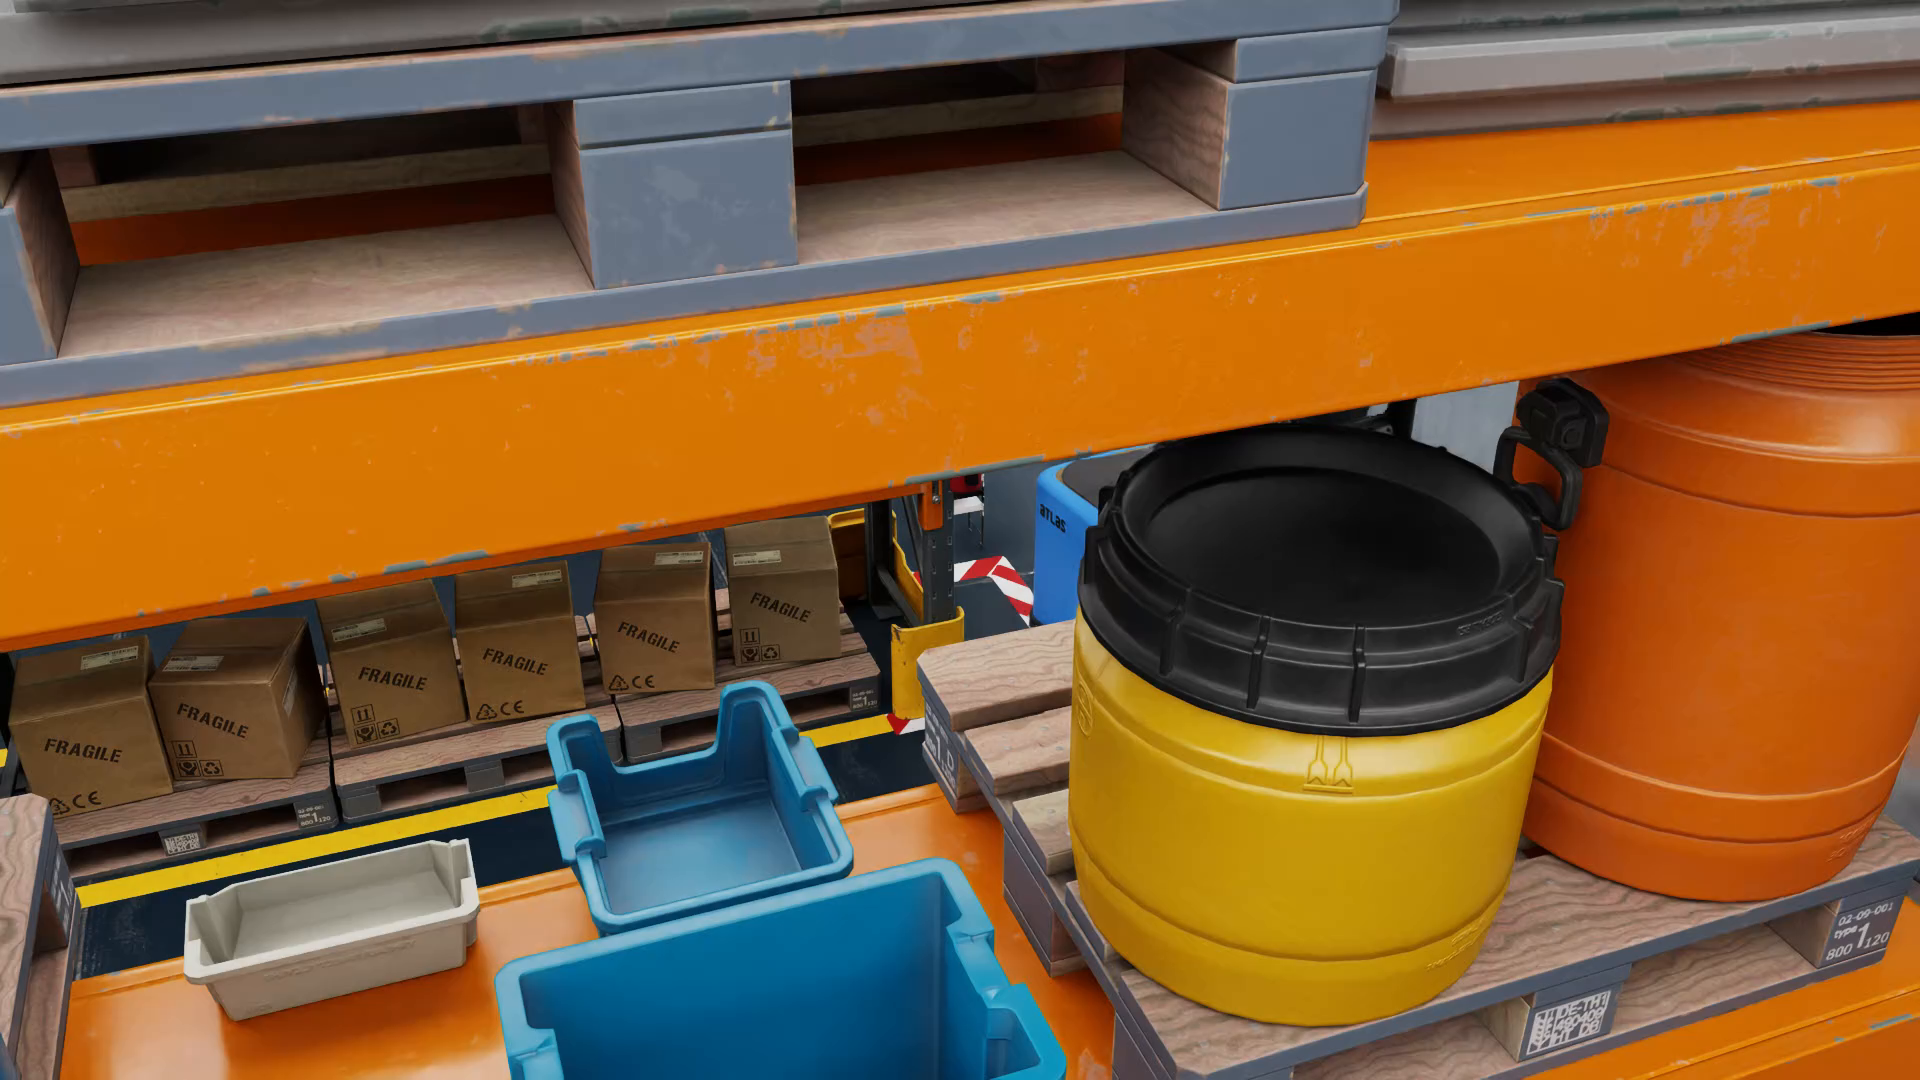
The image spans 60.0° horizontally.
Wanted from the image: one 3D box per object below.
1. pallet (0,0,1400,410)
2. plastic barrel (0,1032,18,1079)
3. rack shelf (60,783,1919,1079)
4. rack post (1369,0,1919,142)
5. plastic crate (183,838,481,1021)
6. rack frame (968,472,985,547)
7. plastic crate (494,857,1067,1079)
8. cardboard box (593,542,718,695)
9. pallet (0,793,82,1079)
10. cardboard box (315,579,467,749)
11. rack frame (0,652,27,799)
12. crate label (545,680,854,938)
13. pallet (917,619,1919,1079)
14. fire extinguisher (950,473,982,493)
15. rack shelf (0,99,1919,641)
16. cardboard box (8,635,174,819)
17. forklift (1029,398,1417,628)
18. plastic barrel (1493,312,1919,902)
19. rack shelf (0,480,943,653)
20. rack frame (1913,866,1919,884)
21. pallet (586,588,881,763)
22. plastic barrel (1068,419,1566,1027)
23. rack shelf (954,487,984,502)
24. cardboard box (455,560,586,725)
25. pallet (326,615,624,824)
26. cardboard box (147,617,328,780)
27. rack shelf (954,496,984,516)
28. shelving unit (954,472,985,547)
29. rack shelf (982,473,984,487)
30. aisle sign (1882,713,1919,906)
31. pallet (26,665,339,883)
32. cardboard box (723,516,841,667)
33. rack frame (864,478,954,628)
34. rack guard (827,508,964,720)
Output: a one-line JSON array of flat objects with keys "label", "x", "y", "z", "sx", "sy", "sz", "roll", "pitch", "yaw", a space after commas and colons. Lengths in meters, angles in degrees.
[{"label": "pallet", "x": -0.370, "y": -0.495, "z": 1.624, "sx": 1.213, "sy": 0.211, "sz": 1.003, "roll": -10, "pitch": 31, "yaw": -18}, {"label": "plastic barrel", "x": -1.308, "y": 0.397, "z": 1.561, "sx": 0.708, "sy": 0.901, "sz": 0.600, "roll": -10, "pitch": 31, "yaw": -18}, {"label": "rack shelf", "x": -0.403, "y": 0.887, "z": 2.359, "sx": 4.000, "sy": 0.370, "sz": 1.077, "roll": -10, "pitch": 31, "yaw": -18}, {"label": "rack post", "x": 0.718, "y": -0.785, "z": 2.043, "sx": 0.954, "sy": 0.300, "sz": 0.937, "roll": -7, "pitch": 30, "yaw": -12}, {"label": "plastic crate", "x": -0.915, "y": 0.570, "z": 2.456, "sx": 0.396, "sy": 0.136, "sz": 0.243, "roll": -10, "pitch": 31, "yaw": -18}, {"label": "rack frame", "x": 0.088, "y": -0.407, "z": 9.056, "sx": 0.006, "sy": 0.900, "sz": 0.240, "roll": -10, "pitch": 31, "yaw": -18}, {"label": "plastic crate", "x": -0.211, "y": 0.705, "z": 1.968, "sx": 0.575, "sy": 0.384, "sz": 0.392, "roll": -10, "pitch": 31, "yaw": -18}, {"label": "cardboard box", "x": -1.395, "y": 0.358, "z": 7.693, "sx": 0.500, "sy": 0.500, "sz": 0.500, "roll": -3, "pitch": 30, "yaw": -5}, {"label": "pallet", "x": -1.636, "y": 0.832, "z": 1.920, "sx": 1.003, "sy": 0.211, "sz": 1.213, "roll": -10, "pitch": 31, "yaw": -18}, {"label": "cardboard box", "x": -2.528, "y": 0.532, "z": 7.386, "sx": 0.500, "sy": 0.500, "sz": 0.500, "roll": -13, "pitch": 32, "yaw": -22}, {"label": "rack frame", "x": -4.005, "y": -0.075, "z": 6.351, "sx": 0.127, "sy": 3.000, "sz": 1.000, "roll": -10, "pitch": 31, "yaw": -18}, {"label": "crate label", "x": -0.398, "y": 0.464, "z": 2.526, "sx": 0.408, "sy": 0.251, "sz": 0.502, "roll": -10, "pitch": 31, "yaw": -18}, {"label": "pallet", "x": 0.662, "y": 0.409, "z": 2.663, "sx": 1.213, "sy": 0.211, "sz": 1.003, "roll": -10, "pitch": 31, "yaw": -18}, {"label": "fire extinguisher", "x": 0.012, "y": -0.538, "z": 7.242, "sx": 0.183, "sy": 0.674, "sz": 0.296, "roll": -10, "pitch": 31, "yaw": -18}, {"label": "rack shelf", "x": -0.403, "y": -0.242, "z": 1.716, "sx": 4.000, "sy": 0.370, "sz": 1.077, "roll": -10, "pitch": 31, "yaw": -18}, {"label": "cardboard box", "x": -3.616, "y": 0.778, "z": 6.955, "sx": 0.500, "sy": 0.500, "sz": 0.500, "roll": -11, "pitch": 32, "yaw": -19}, {"label": "forklift", "x": 1.512, "y": -0.152, "z": 6.556, "sx": 1.130, "sy": 2.935, "sz": 3.031, "roll": -16, "pitch": 33, "yaw": -26}, {"label": "plastic barrel", "x": 1.060, "y": 0.003, "z": 2.326, "sx": 0.708, "sy": 0.830, "sz": 0.600, "roll": -10, "pitch": 31, "yaw": -18}, {"label": "rack shelf", "x": -2.131, "y": -0.107, "z": 7.135, "sx": 4.000, "sy": 0.370, "sz": 1.077, "roll": -10, "pitch": 31, "yaw": -18}, {"label": "rack frame", "x": 1.471, "y": 1.533, "z": 3.530, "sx": 0.127, "sy": 3.000, "sz": 1.000, "roll": -10, "pitch": 31, "yaw": -18}, {"label": "pallet", "x": -1.101, "y": 0.583, "z": 8.013, "sx": 1.213, "sy": 0.211, "sz": 1.003, "roll": -10, "pitch": 31, "yaw": -18}, {"label": "plastic barrel", "x": 0.447, "y": 0.221, "z": 2.188, "sx": 0.600, "sy": 0.588, "sz": 0.600, "roll": 0, "pitch": 30, "yaw": 0}, {"label": "rack shelf", "x": -0.008, "y": -0.282, "z": 9.086, "sx": 0.200, "sy": 0.077, "sz": 0.258, "roll": -10, "pitch": 31, "yaw": -18}, {"label": "cardboard box", "x": -1.989, "y": 0.457, "z": 7.519, "sx": 0.500, "sy": 0.500, "sz": 0.500, "roll": -8, "pitch": 31, "yaw": -13}, {"label": "pallet", "x": -2.243, "y": 0.792, "z": 7.647, "sx": 1.213, "sy": 0.211, "sz": 1.003, "roll": -10, "pitch": 31, "yaw": -18}, {"label": "cardboard box", "x": -3.082, "y": 0.676, "z": 7.134, "sx": 0.500, "sy": 0.500, "sz": 0.500, "roll": -1, "pitch": 30, "yaw": -2}, {"label": "rack shelf", "x": -0.008, "y": -0.204, "z": 9.130, "sx": 0.200, "sy": 0.077, "sz": 0.258, "roll": -10, "pitch": 31, "yaw": -18}, {"label": "shelving unit", "x": -0.008, "y": -0.390, "z": 9.025, "sx": 0.210, "sy": 0.900, "sz": 0.258, "roll": -10, "pitch": 31, "yaw": -18}, {"label": "rack shelf", "x": -0.008, "y": -0.361, "z": 9.041, "sx": 0.200, "sy": 0.077, "sz": 0.258, "roll": -10, "pitch": 31, "yaw": -18}, {"label": "aisle sign", "x": 1.642, "y": 0.529, "z": 2.666, "sx": 0.004, "sy": 0.787, "sz": 0.394, "roll": -10, "pitch": 31, "yaw": -18}, {"label": "pallet", "x": -3.388, "y": 1.004, "z": 7.274, "sx": 1.213, "sy": 0.211, "sz": 1.003, "roll": -10, "pitch": 31, "yaw": -18}, {"label": "cardboard box", "x": -0.847, "y": 0.238, "z": 7.902, "sx": 0.500, "sy": 0.500, "sz": 0.500, "roll": -5, "pitch": 30, "yaw": -8}, {"label": "rack frame", "x": -0.256, "y": -0.765, "z": 7.563, "sx": 0.127, "sy": 3.000, "sz": 1.000, "roll": -10, "pitch": 31, "yaw": -18}, {"label": "rack guard", "x": -0.327, "y": 0.334, "z": 8.159, "sx": 0.348, "sy": 0.500, "sz": 1.175, "roll": -10, "pitch": 31, "yaw": -18}]
